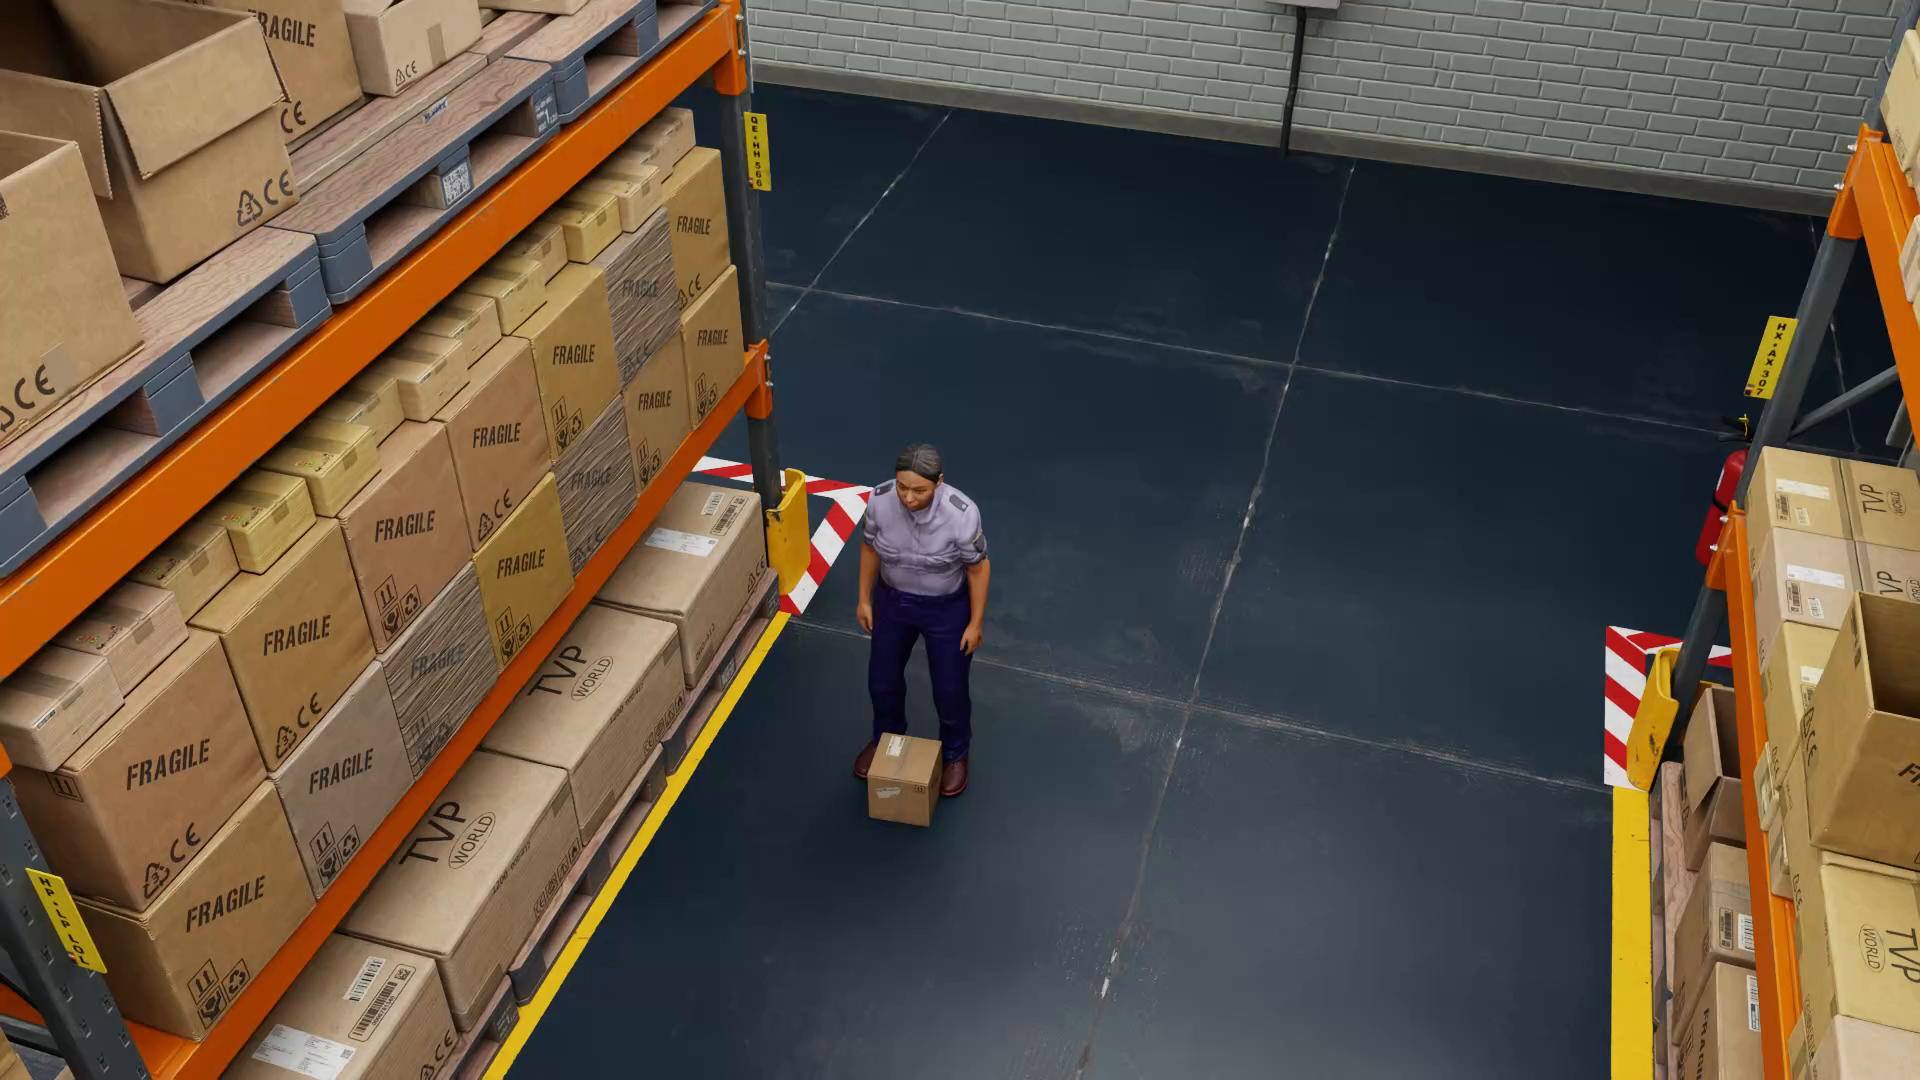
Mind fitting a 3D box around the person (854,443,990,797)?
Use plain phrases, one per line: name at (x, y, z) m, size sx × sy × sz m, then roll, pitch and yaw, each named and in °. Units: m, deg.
person at (-0.153, 0.280, 6.528) m, size 0.538 × 1.652 × 0.371 m, roll 11°, pitch 39°, yaw 14°
